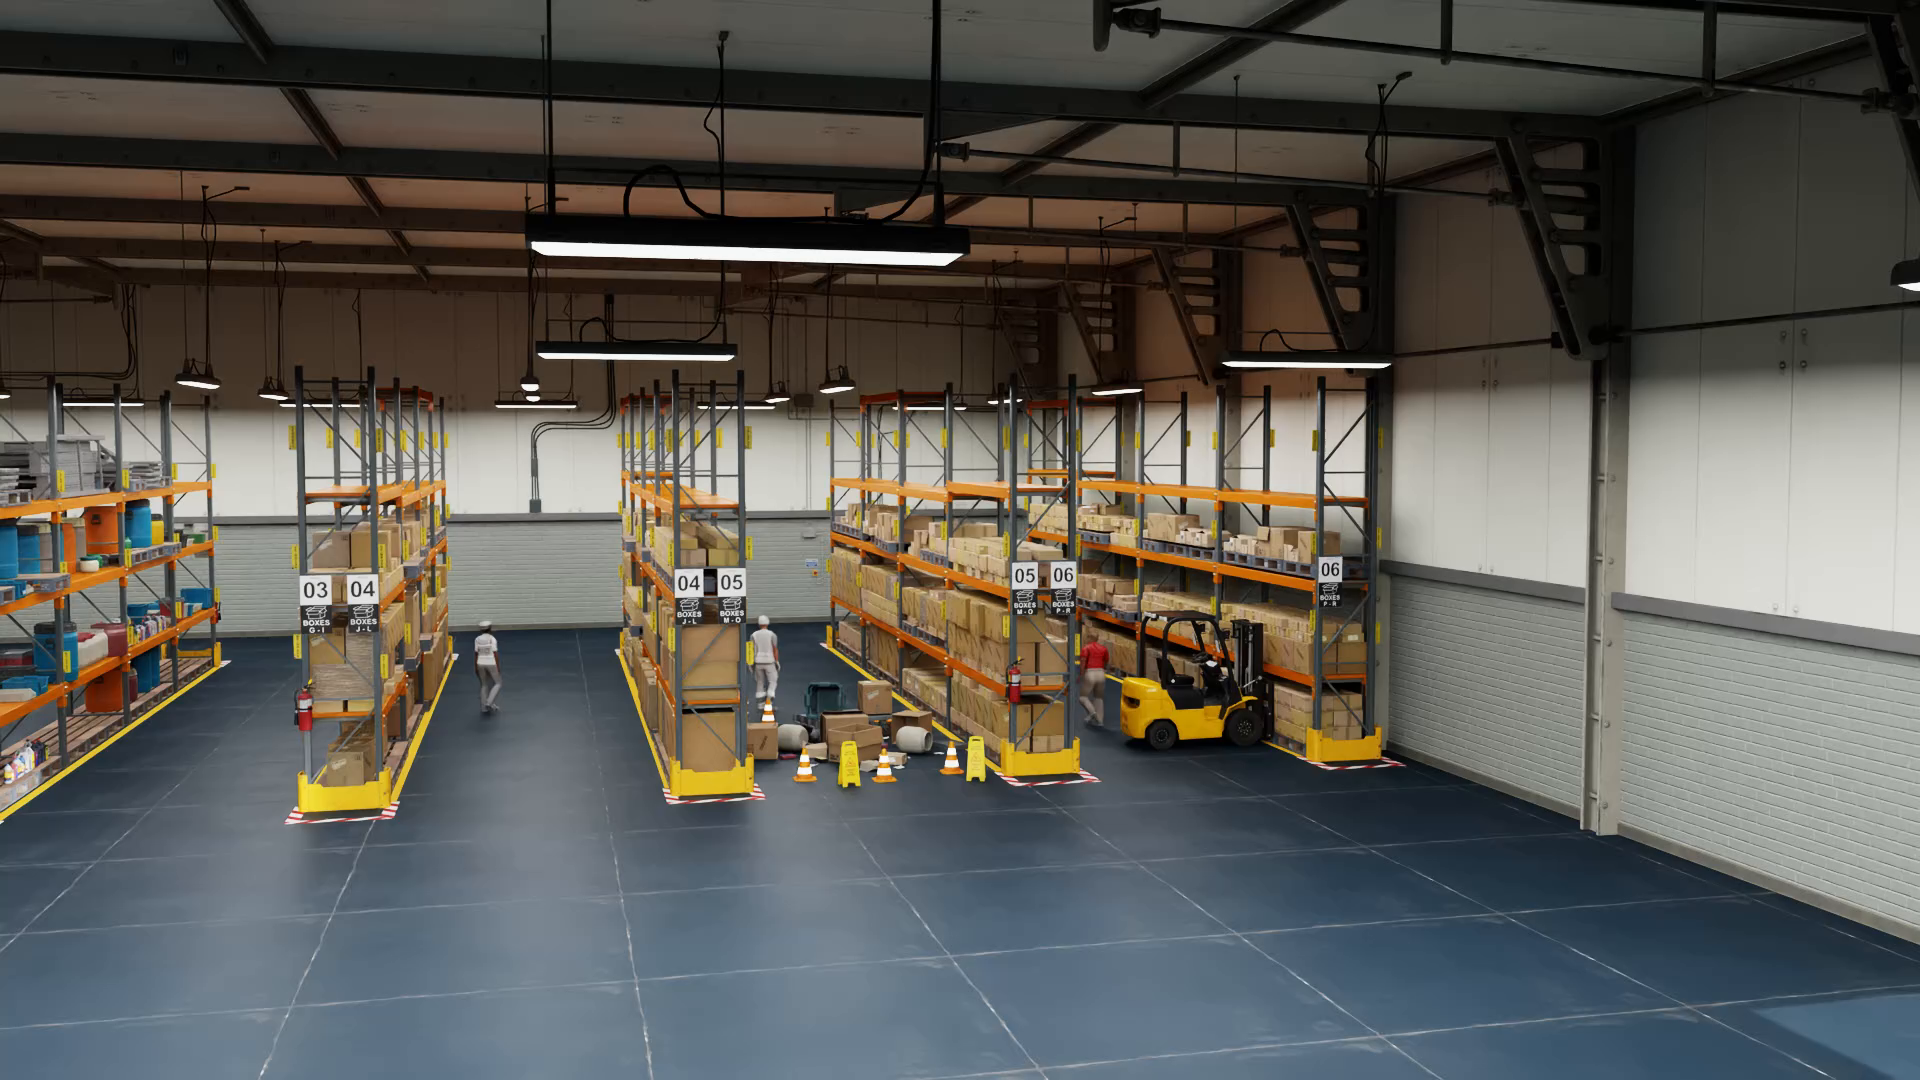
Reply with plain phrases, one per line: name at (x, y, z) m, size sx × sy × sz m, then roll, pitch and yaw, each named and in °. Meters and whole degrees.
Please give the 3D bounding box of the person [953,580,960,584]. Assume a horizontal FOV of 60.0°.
person at (-0.173, 1.532, 43.962) m, size 0.964 × 1.690 × 0.515 m, roll -1°, pitch 4°, yaw -21°

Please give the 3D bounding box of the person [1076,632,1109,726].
person at (2.349, 2.439, 29.418) m, size 0.638 × 1.625 × 0.775 m, roll -1°, pitch 4°, yaw -14°

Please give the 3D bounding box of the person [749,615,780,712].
person at (-3.611, 2.286, 30.667) m, size 0.592 × 1.788 × 0.520 m, roll 1°, pitch 3°, yaw 9°

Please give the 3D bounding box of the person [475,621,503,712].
person at (-8.723, 2.340, 30.669) m, size 0.496 × 1.676 × 0.441 m, roll 1°, pitch 4°, yaw 14°
